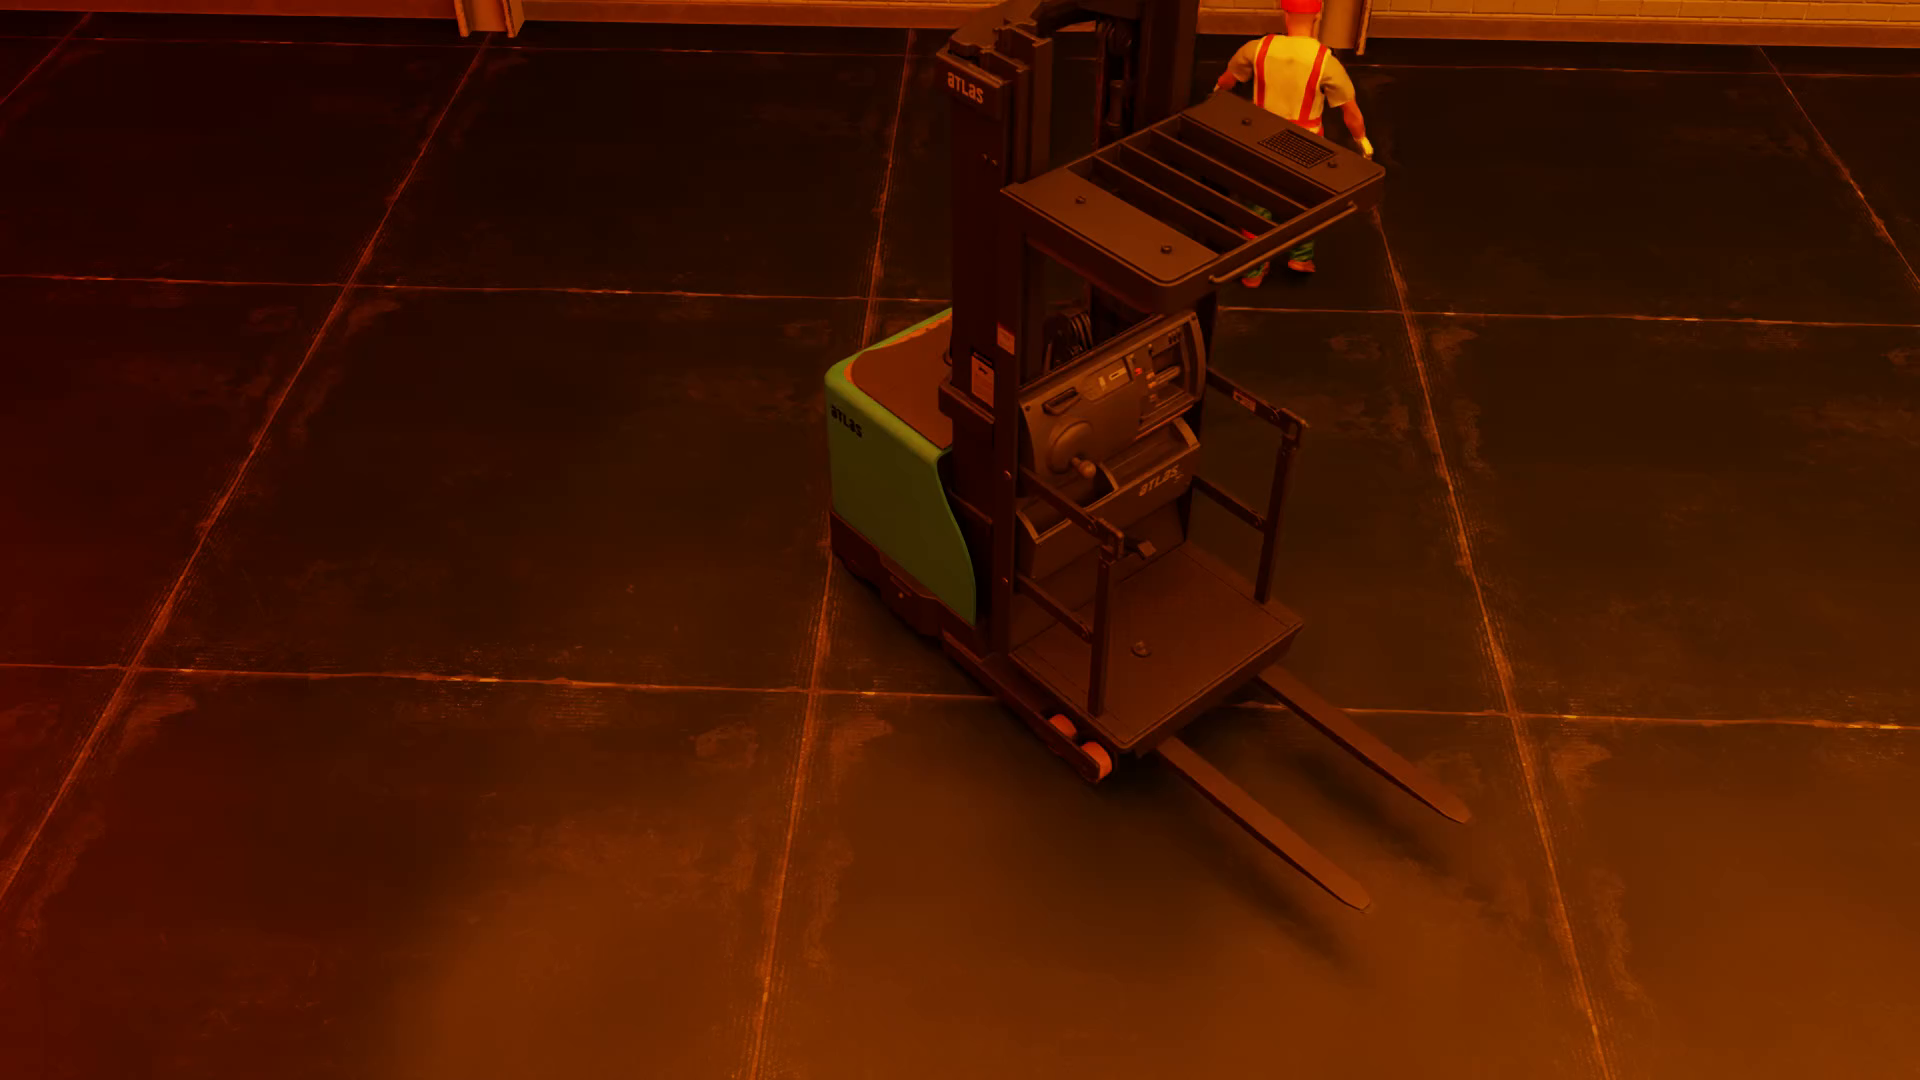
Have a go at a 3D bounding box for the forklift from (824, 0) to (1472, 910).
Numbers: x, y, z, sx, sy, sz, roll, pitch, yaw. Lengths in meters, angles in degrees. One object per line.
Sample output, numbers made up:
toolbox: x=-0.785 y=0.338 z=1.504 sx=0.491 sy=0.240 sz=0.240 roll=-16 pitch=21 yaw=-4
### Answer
forklift: x=0.740 y=-0.481 z=6.269 sx=1.130 sy=2.935 sz=3.031 roll=-30 pitch=50 yaw=-29

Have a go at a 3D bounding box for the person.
person: x=1.765 y=-2.177 z=9.023 sx=0.944 sy=1.797 sz=0.478 roll=19 pitch=46 yaw=20
